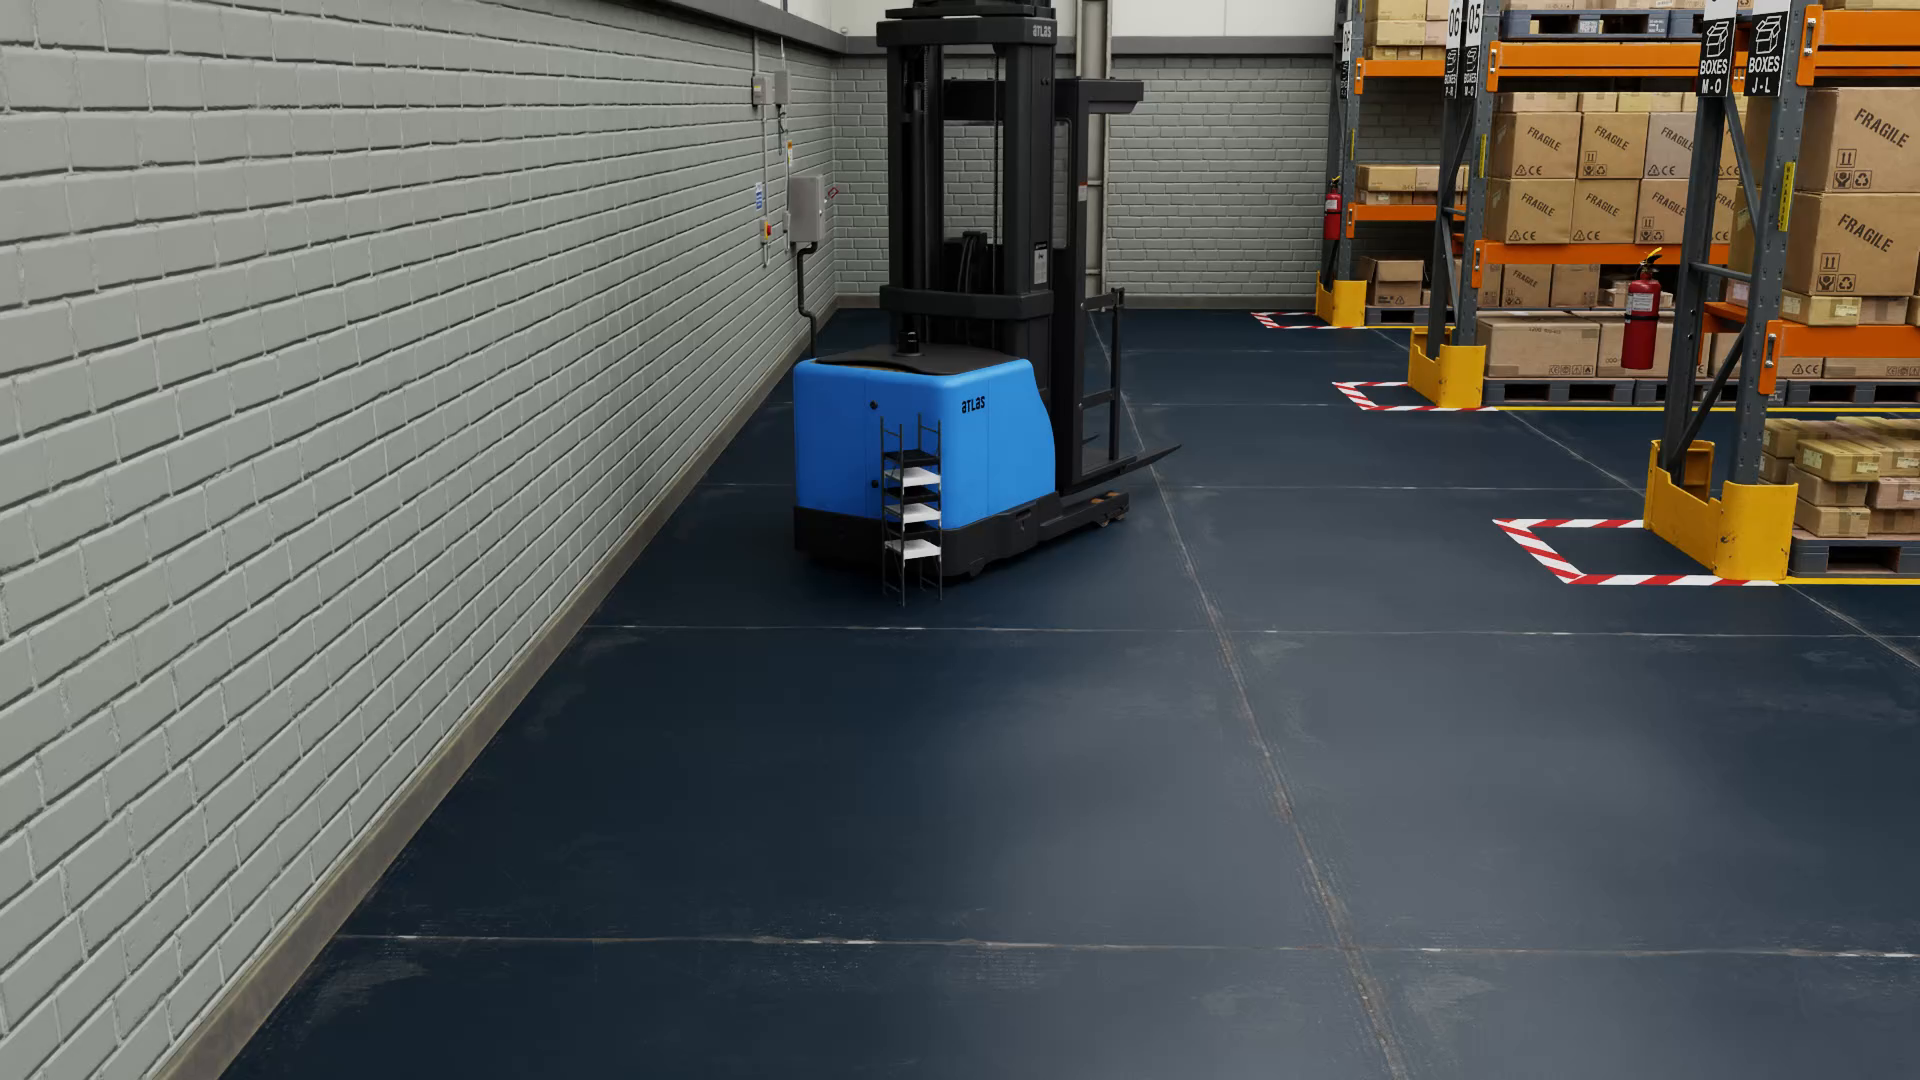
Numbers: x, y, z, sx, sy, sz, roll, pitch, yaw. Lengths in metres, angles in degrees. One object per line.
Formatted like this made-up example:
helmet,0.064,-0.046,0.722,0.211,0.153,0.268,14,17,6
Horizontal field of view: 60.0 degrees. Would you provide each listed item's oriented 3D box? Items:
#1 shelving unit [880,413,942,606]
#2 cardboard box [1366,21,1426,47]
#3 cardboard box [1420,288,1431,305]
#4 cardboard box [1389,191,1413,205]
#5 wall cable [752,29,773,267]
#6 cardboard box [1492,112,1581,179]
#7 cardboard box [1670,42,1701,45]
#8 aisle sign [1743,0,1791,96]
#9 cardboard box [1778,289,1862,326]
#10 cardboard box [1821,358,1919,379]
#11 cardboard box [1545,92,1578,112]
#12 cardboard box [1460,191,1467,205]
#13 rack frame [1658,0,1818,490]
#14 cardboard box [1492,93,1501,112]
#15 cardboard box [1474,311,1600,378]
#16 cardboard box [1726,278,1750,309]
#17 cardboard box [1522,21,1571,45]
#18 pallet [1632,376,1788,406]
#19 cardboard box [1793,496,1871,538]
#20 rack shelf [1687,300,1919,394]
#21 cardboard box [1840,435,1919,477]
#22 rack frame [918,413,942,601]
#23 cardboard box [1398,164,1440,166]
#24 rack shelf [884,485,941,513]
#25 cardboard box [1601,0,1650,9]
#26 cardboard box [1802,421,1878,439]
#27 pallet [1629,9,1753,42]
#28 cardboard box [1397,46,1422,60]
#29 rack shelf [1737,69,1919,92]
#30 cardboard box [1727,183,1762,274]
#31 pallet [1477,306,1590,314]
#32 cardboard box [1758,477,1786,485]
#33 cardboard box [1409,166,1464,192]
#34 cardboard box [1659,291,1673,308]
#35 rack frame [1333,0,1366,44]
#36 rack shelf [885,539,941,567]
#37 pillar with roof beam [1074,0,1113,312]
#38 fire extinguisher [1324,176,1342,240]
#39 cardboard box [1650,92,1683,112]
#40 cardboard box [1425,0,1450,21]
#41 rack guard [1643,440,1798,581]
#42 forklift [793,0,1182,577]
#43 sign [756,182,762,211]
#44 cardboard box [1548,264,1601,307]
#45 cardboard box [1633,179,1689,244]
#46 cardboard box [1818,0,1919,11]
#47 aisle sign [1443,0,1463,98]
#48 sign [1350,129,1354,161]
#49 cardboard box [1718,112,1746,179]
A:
shelving unit,-0.239,-0.151,8.149,0.210,0.900,0.258,-7,17,-26
cardboard box,4.620,-5.369,17.642,0.500,0.250,0.500,0,15,1
cardboard box,5.216,-2.704,18.474,0.250,0.149,0.380,0,15,-1
cardboard box,4.761,-3.737,18.116,0.250,0.149,0.380,1,15,3
wall cable,-1.577,-3.191,13.503,0.123,1.953,0.585,0,15,1
cardboard box,4.533,-3.110,13.093,0.500,0.500,0.500,0,15,0
cardboard box,7.694,-5.355,17.588,0.500,0.250,0.500,0,15,2
aisle sign,3.955,-2.572,8.114,0.004,0.787,0.394,0,15,1
cardboard box,4.351,-1.184,8.440,0.250,0.149,0.380,0,15,1
cardboard box,7.434,-1.624,13.814,0.875,0.438,0.875,0,15,1
cardboard box,4.672,-3.443,13.083,0.250,0.149,0.380,1,15,3
cardboard box,5.541,-3.726,18.076,0.250,0.149,0.380,1,15,2
rack frame,4.035,-1.391,8.733,0.127,3.000,1.000,0,15,1
cardboard box,4.425,-3.548,13.482,0.250,0.149,0.380,1,15,2
cardboard box,4.723,-1.640,13.874,0.875,0.438,0.875,0,15,0
cardboard box,4.368,-1.340,9.030,0.250,0.149,0.380,0,15,1
cardboard box,6.158,-5.367,17.634,0.500,0.250,0.500,0,15,1
pallet,6.078,-1.312,13.899,1.213,0.211,1.003,0,15,1
cardboard box,4.551,-0.131,8.721,0.250,0.149,0.380,1,15,3
rack shelf,6.035,-1.030,8.776,4.000,0.370,1.077,0,15,1
cardboard box,4.829,-0.442,8.736,0.250,0.149,0.380,1,15,2
rack frame,-0.149,-0.163,8.194,0.006,0.900,0.240,-7,17,-26
cardboard box,5.166,-4.052,18.531,0.500,0.250,0.500,0,15,2
rack shelf,-0.239,-0.206,8.135,0.200,0.077,0.258,-7,17,-26
cardboard box,5.143,-4.169,12.854,0.250,0.149,0.380,1,15,3
cardboard box,4.821,-0.548,9.138,0.250,0.149,0.380,1,15,3
pallet,6.025,-4.052,13.113,1.213,0.211,1.003,0,15,1
cardboard box,4.759,-5.193,17.754,0.250,0.149,0.380,1,15,2
rack shelf,10.182,-4.984,17.879,4.000,0.370,1.077,0,15,1
cardboard box,4.491,-1.646,8.920,0.500,0.500,0.500,1,15,3
pallet,6.273,-2.558,18.621,1.213,0.211,1.003,0,15,1
cardboard box,4.567,-0.266,9.232,0.250,0.149,0.380,1,15,2
cardboard box,5.134,-3.917,18.016,0.500,0.250,0.500,1,15,2
cardboard box,7.618,-2.647,18.260,0.250,0.149,0.380,0,15,0
rack frame,4.184,-6.821,17.553,0.127,3.000,1.000,0,15,1
rack shelf,-0.239,0.055,8.203,0.200,0.077,0.258,-7,17,-26
pillar with roof beam,1.401,-5.970,14.330,0.400,9.000,9.100,0,15,1
fire extinguisher,4.025,-3.586,17.933,0.183,0.674,0.296,0,15,1
cardboard box,5.457,-3.427,13.022,0.250,0.149,0.380,1,15,2
cardboard box,5.129,-5.608,17.569,0.500,0.250,0.500,0,15,1
rack guard,4.111,-0.182,9.050,0.348,0.500,1.175,0,15,1
forklift,0.340,-1.550,9.471,1.130,2.935,3.031,9,17,32
sign,-1.639,-2.804,13.558,0.001,0.218,0.327,0,15,1
cardboard box,6.684,-2.864,18.393,0.500,0.500,0.700,0,15,-1
cardboard box,5.548,-2.622,13.203,0.500,0.500,0.500,0,15,1
cardboard box,4.478,-2.701,8.112,0.500,0.250,0.500,1,15,3
aisle sign,3.997,-3.991,13.490,0.004,0.787,0.394,0,15,1
sign,4.170,-4.200,17.684,0.005,0.325,0.100,0,15,1
cardboard box,6.063,-3.104,13.070,0.500,0.500,0.500,0,15,2
